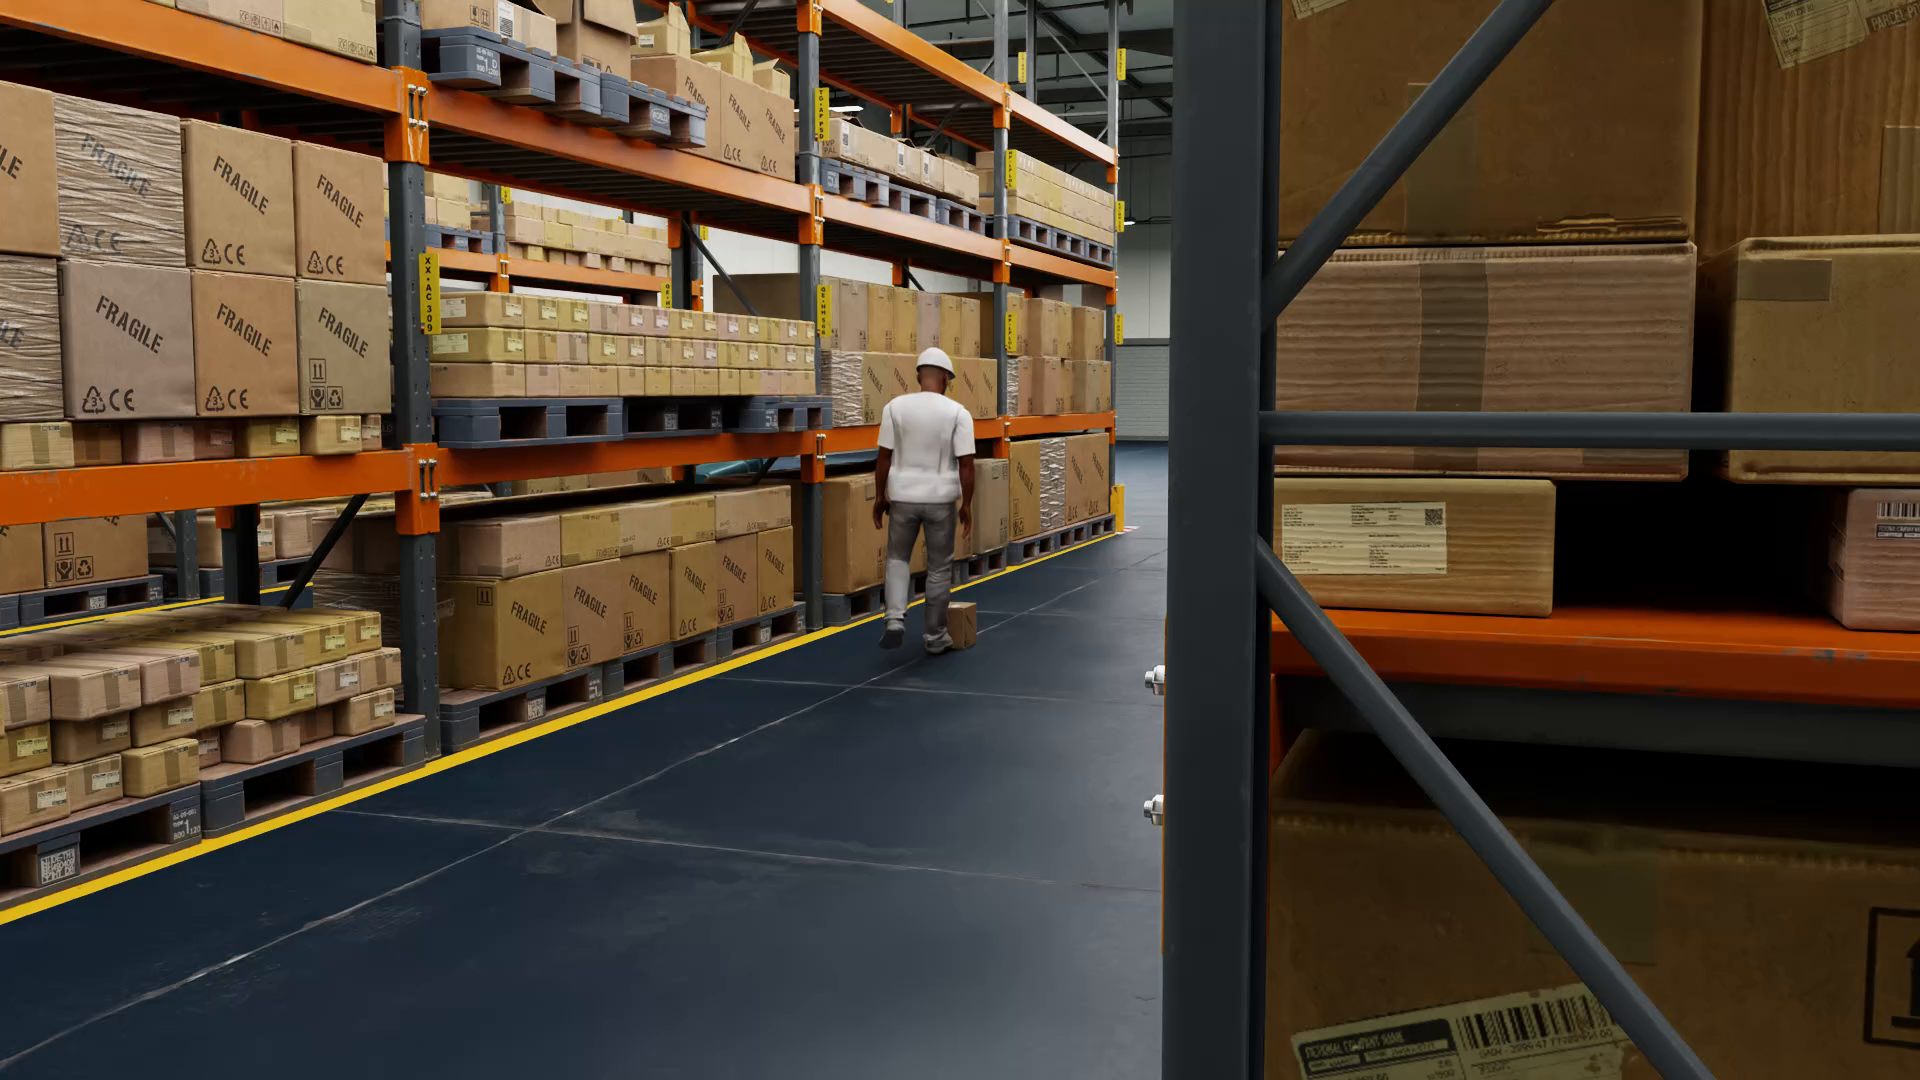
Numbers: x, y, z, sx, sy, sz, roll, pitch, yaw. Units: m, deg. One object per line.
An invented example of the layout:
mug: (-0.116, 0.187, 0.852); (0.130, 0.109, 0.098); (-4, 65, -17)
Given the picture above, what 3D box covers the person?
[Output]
person: (-0.187, -0.221, 9.602); (0.609, 1.765, 0.581); (1, 5, 10)
